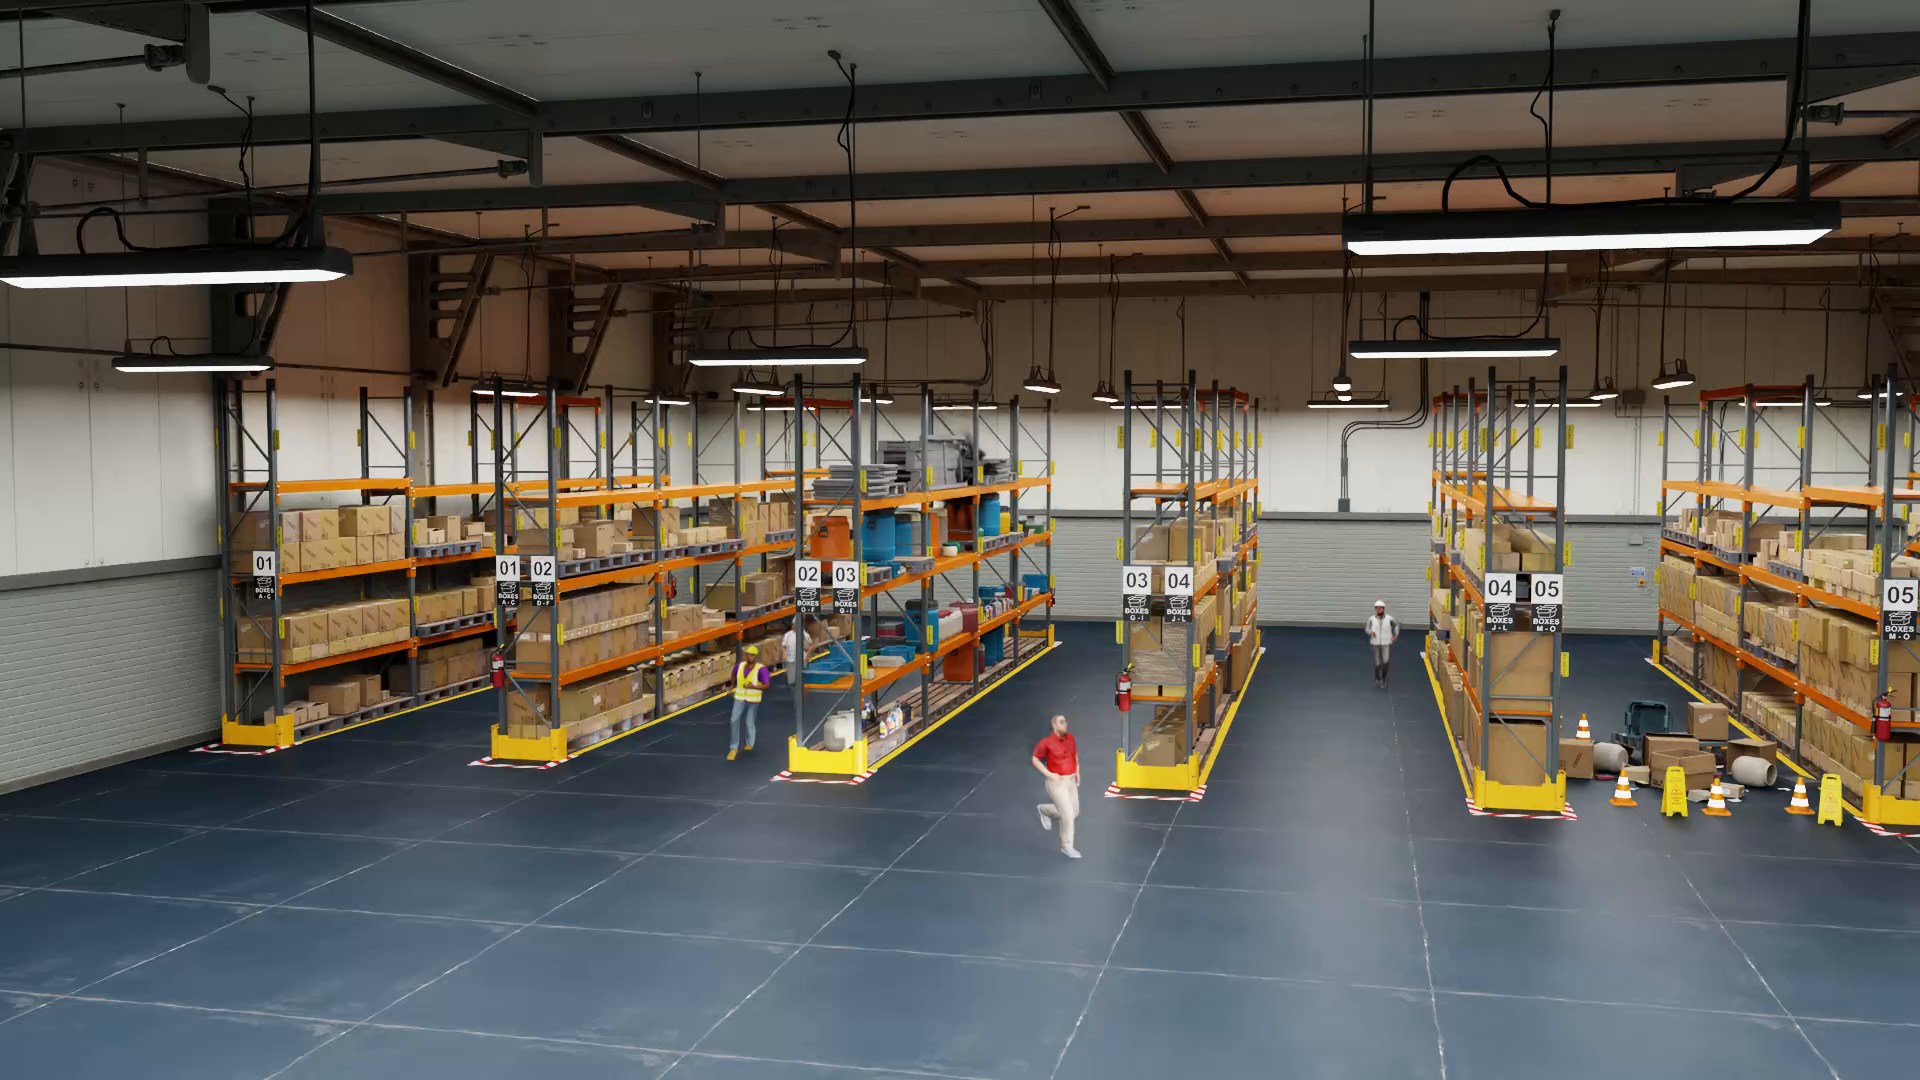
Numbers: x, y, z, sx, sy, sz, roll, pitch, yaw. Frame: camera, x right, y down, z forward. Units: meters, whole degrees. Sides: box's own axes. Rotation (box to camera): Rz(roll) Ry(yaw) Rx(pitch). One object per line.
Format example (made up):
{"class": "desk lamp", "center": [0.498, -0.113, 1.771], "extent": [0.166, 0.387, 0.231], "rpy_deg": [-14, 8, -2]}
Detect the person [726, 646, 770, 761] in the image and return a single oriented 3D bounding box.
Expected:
{"class": "person", "center": [-3.327, 2.560, 26.275], "extent": [0.698, 1.789, 0.770], "rpy_deg": [0, 3, 6]}

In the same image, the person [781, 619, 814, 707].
{"class": "person", "center": [-3.090, 2.310, 31.546], "extent": [0.618, 1.660, 0.749], "rpy_deg": [0, 3, 2]}

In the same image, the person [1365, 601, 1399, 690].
{"class": "person", "center": [8.521, 2.124, 33.625], "extent": [0.662, 1.789, 0.726], "rpy_deg": [1, 4, 19]}

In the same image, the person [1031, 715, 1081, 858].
{"class": "person", "center": [1.190, 2.966, 20.246], "extent": [0.667, 1.695, 0.815], "rpy_deg": [-3, 5, -44]}
